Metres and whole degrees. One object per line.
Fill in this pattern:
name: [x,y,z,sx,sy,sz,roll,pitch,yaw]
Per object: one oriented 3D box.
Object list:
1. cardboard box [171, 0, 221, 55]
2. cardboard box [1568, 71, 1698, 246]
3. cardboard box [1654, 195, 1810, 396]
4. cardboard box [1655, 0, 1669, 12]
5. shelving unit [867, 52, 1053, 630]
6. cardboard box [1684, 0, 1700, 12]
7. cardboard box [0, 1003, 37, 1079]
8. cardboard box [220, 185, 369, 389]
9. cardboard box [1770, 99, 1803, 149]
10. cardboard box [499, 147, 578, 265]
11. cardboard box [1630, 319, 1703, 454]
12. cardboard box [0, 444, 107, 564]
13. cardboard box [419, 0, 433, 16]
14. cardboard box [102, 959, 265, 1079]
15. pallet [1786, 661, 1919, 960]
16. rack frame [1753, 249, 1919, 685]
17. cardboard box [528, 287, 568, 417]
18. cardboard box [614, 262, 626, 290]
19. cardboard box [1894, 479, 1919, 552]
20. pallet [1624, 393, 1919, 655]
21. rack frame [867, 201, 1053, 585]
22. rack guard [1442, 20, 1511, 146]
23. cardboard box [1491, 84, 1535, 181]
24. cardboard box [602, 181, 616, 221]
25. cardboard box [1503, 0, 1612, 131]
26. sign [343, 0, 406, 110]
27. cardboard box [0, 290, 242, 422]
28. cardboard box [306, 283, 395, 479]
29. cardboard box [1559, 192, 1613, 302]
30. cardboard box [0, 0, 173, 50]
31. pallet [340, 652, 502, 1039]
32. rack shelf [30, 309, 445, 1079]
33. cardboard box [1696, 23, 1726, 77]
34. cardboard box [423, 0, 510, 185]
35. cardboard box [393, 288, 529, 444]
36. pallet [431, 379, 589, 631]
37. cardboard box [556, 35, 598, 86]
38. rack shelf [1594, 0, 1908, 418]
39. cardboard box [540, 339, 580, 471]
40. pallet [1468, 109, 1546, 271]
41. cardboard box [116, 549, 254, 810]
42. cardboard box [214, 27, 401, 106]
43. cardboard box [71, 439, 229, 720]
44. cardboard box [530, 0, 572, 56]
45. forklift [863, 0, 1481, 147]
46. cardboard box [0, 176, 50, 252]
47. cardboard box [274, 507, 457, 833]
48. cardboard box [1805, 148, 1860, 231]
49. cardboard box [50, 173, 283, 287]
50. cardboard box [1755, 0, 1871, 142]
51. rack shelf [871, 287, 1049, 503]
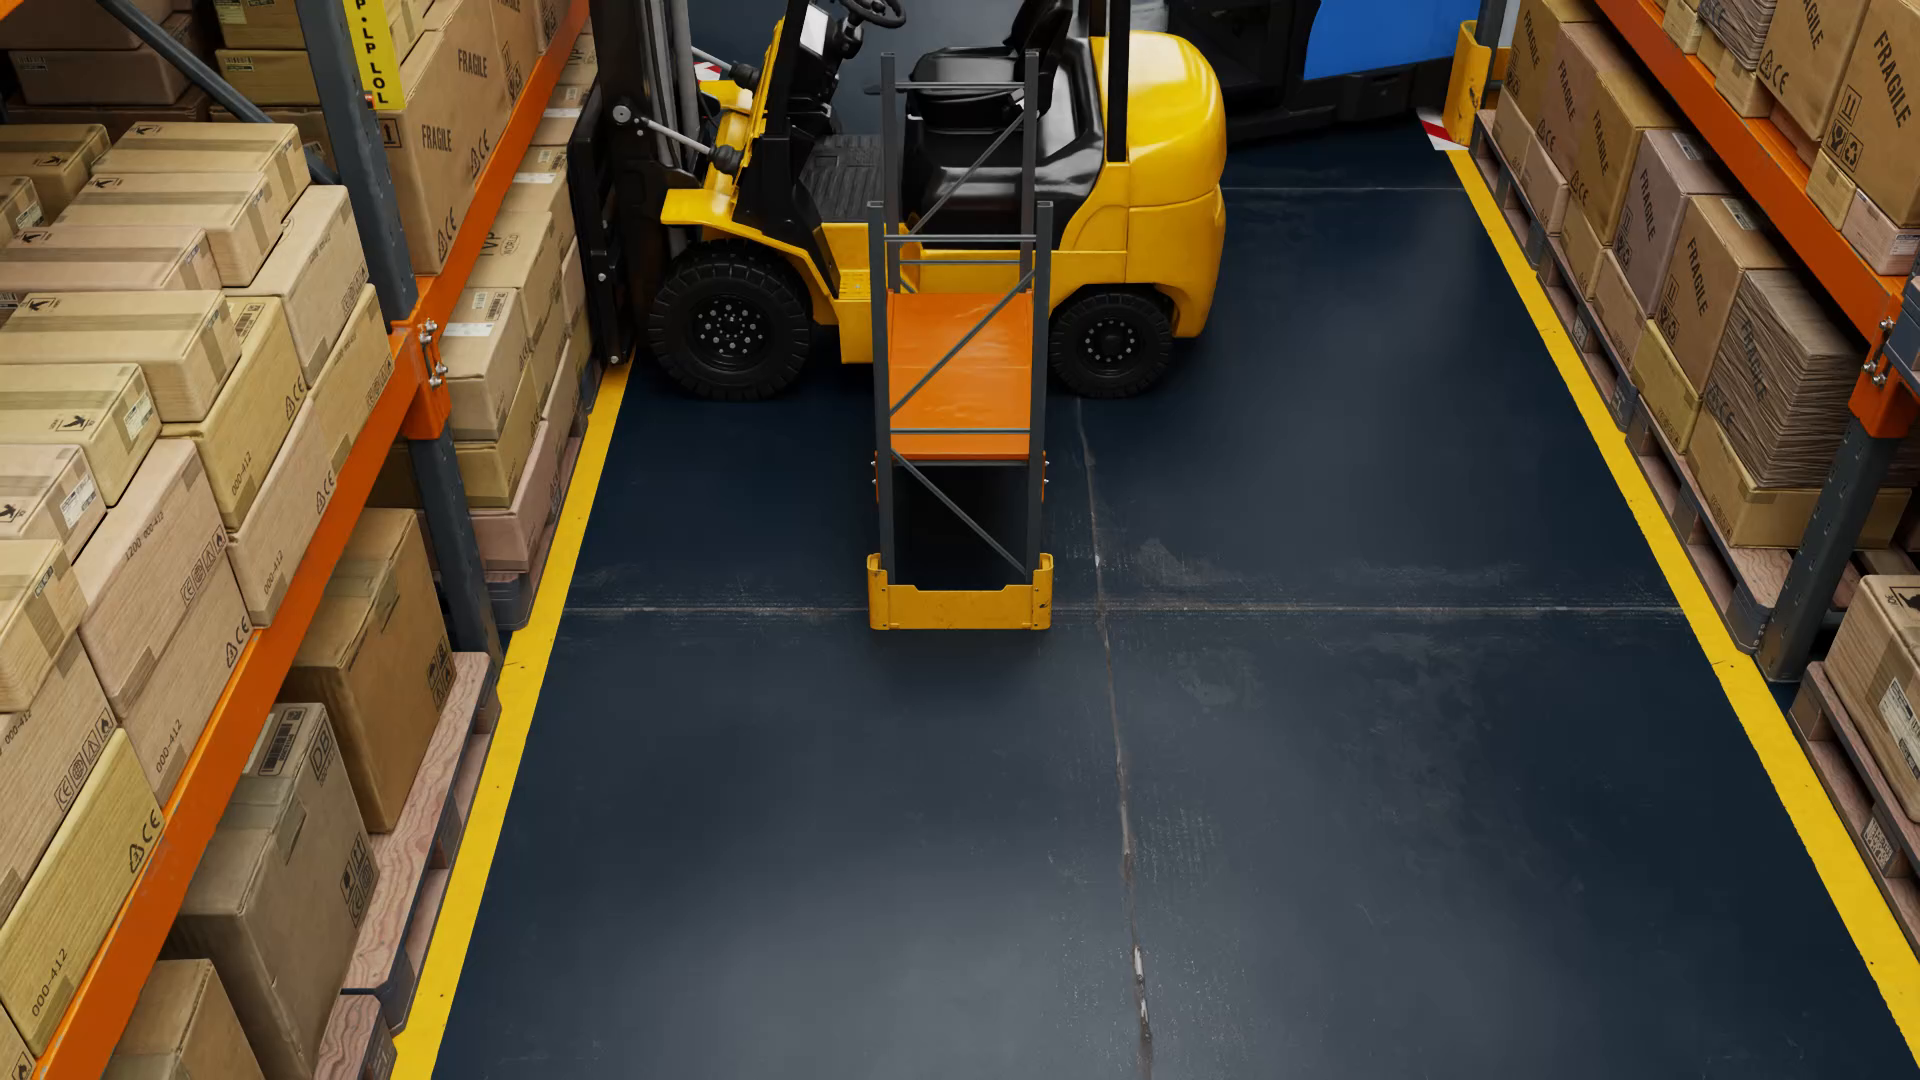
cardboard box: [-2.237,-1.402,4.502,0.380,0.149,0.250,-1,39,-1]
cardboard box: [2.736,-1.483,6.465,0.500,0.500,0.500,1,39,1]
cardboard box: [2.747,-0.830,5.650,0.500,0.500,0.500,1,39,1]
cardboard box: [2.760,-1.975,6.016,0.380,0.149,0.250,-1,39,-1]
shelving unit: [0.000,-0.633,5.340,0.587,1.500,1.083,0,39,0]
cardboard box: [2.752,-2.158,5.726,0.500,0.500,0.500,-1,39,-1]
cardboard box: [-1.700,0.893,2.357,0.500,0.250,0.500,-1,39,-2]
cardboard box: [-1.689,-0.582,3.798,0.500,0.250,0.500,-1,39,-1]
cardboard box: [2.798,-1.336,5.219,0.380,0.149,0.250,-1,39,-1]
cardboard box: [-1.634,-1.167,5.871,0.500,0.250,0.500,1,39,1]
cardboard box: [2.739,-0.552,5.903,0.500,0.250,0.500,-1,39,-1]
cardboard box: [-1.692,-0.032,2.793,0.380,0.149,0.250,0,39,0]
cardboard box: [-1.712,-1.569,4.710,0.380,0.149,0.250,0,39,0]
cardboard box: [-1.937,1.292,3.302,0.875,0.625,0.625,-2,39,-2]
pallet: [3.021,0.817,4.562,1.003,0.211,1.213,0,39,0]
rack frame: [3.019,-0.758,4.298,1.000,3.000,0.127,0,39,0]
cardboard box: [-1.639,-0.656,5.633,0.500,0.250,0.500,0,39,0]
cardboard box: [-1.627,-1.102,6.590,0.500,0.250,0.500,1,39,1]
cardboard box: [3.288,-0.218,5.487,0.500,0.250,0.500,-2,39,-2]
pallet: [2.983,-0.090,5.694,1.003,0.211,1.213,0,39,0]
rack frame: [0.000,-0.321,4.951,0.500,1.500,0.032,0,39,0]
rack guard: [3.014,-2.237,8.141,1.175,0.500,0.348,0,39,0]
cardboard box: [2.738,-1.846,7.518,0.500,0.250,0.500,0,39,0]
cardboard box: [-1.628,-1.286,6.420,0.500,0.250,0.500,0,39,0]
cardboard box: [2.739,-2.124,7.265,0.500,0.500,0.500,-1,39,-2]
sign: [-1.402,-1.180,3.961,0.100,0.325,0.005,0,39,0]
cardboard box: [-1.624,-0.352,3.192,0.380,0.149,0.250,-1,39,-1]
cardboard box: [-1.683,-0.379,3.944,0.500,0.250,0.500,1,39,1]
cardboard box: [2.745,-1.186,6.694,0.500,0.250,0.500,2,39,3]
cardboard box: [-2.248,-1.360,4.212,0.380,0.149,0.250,0,39,0]
pallet: [-1.905,0.796,4.587,1.003,0.211,1.213,0,39,0]
rack shelf: [-1.943,0.779,2.955,1.077,0.370,4.000,0,39,0]
cardboard box: [2.739,-1.656,5.619,0.380,0.149,0.250,-1,39,-1]
cardboard box: [-1.702,-1.395,5.012,0.500,0.500,0.500,1,39,1]
cardboard box: [-1.632,-0.536,5.084,0.500,0.250,0.500,-1,39,-1]
pallet: [-1.904,-0.162,5.783,1.003,0.211,1.213,0,39,0]
cardboard box: [-1.620,-1.812,6.676,0.500,0.250,0.500,0,39,1]
rack shelf: [3.016,-1.728,6.083,1.077,0.370,4.000,0,39,0]
cardboard box: [-1.630,-0.464,5.793,0.500,0.250,0.500,-1,39,-1]
pallet: [2.980,-1.616,7.598,1.003,0.211,1.213,0,39,0]
cardboard box: [-1.707,0.246,3.164,0.500,0.250,0.500,0,39,0]
cardboard box: [-1.682,-1.244,4.305,0.380,0.149,0.250,-1,39,-1]
cardboard box: [-1.686,0.059,2.997,0.500,0.250,0.500,1,39,1]
cardboard box: [-1.683,-2.026,5.800,0.500,0.500,0.500,0,39,0]
forklift: [1.057,-3.317,7.546,3.031,2.935,1.130,-13,41,-16]
cardboard box: [-2.211,-0.657,3.572,0.380,0.149,0.250,-1,39,-2]
cardboard box: [-1.933,0.337,4.494,0.875,0.625,0.625,2,39,2]
cardboard box: [2.706,-1.017,4.821,0.380,0.149,0.250,1,39,1]
cardboard box: [-1.704,-0.670,3.588,0.380,0.149,0.250,-1,39,-1]
cardboard box: [2.762,-1.513,4.922,0.500,0.500,0.500,1,39,1]
rack shelf: [0.000,-0.498,5.460,0.538,0.185,1.000,0,39,0]
